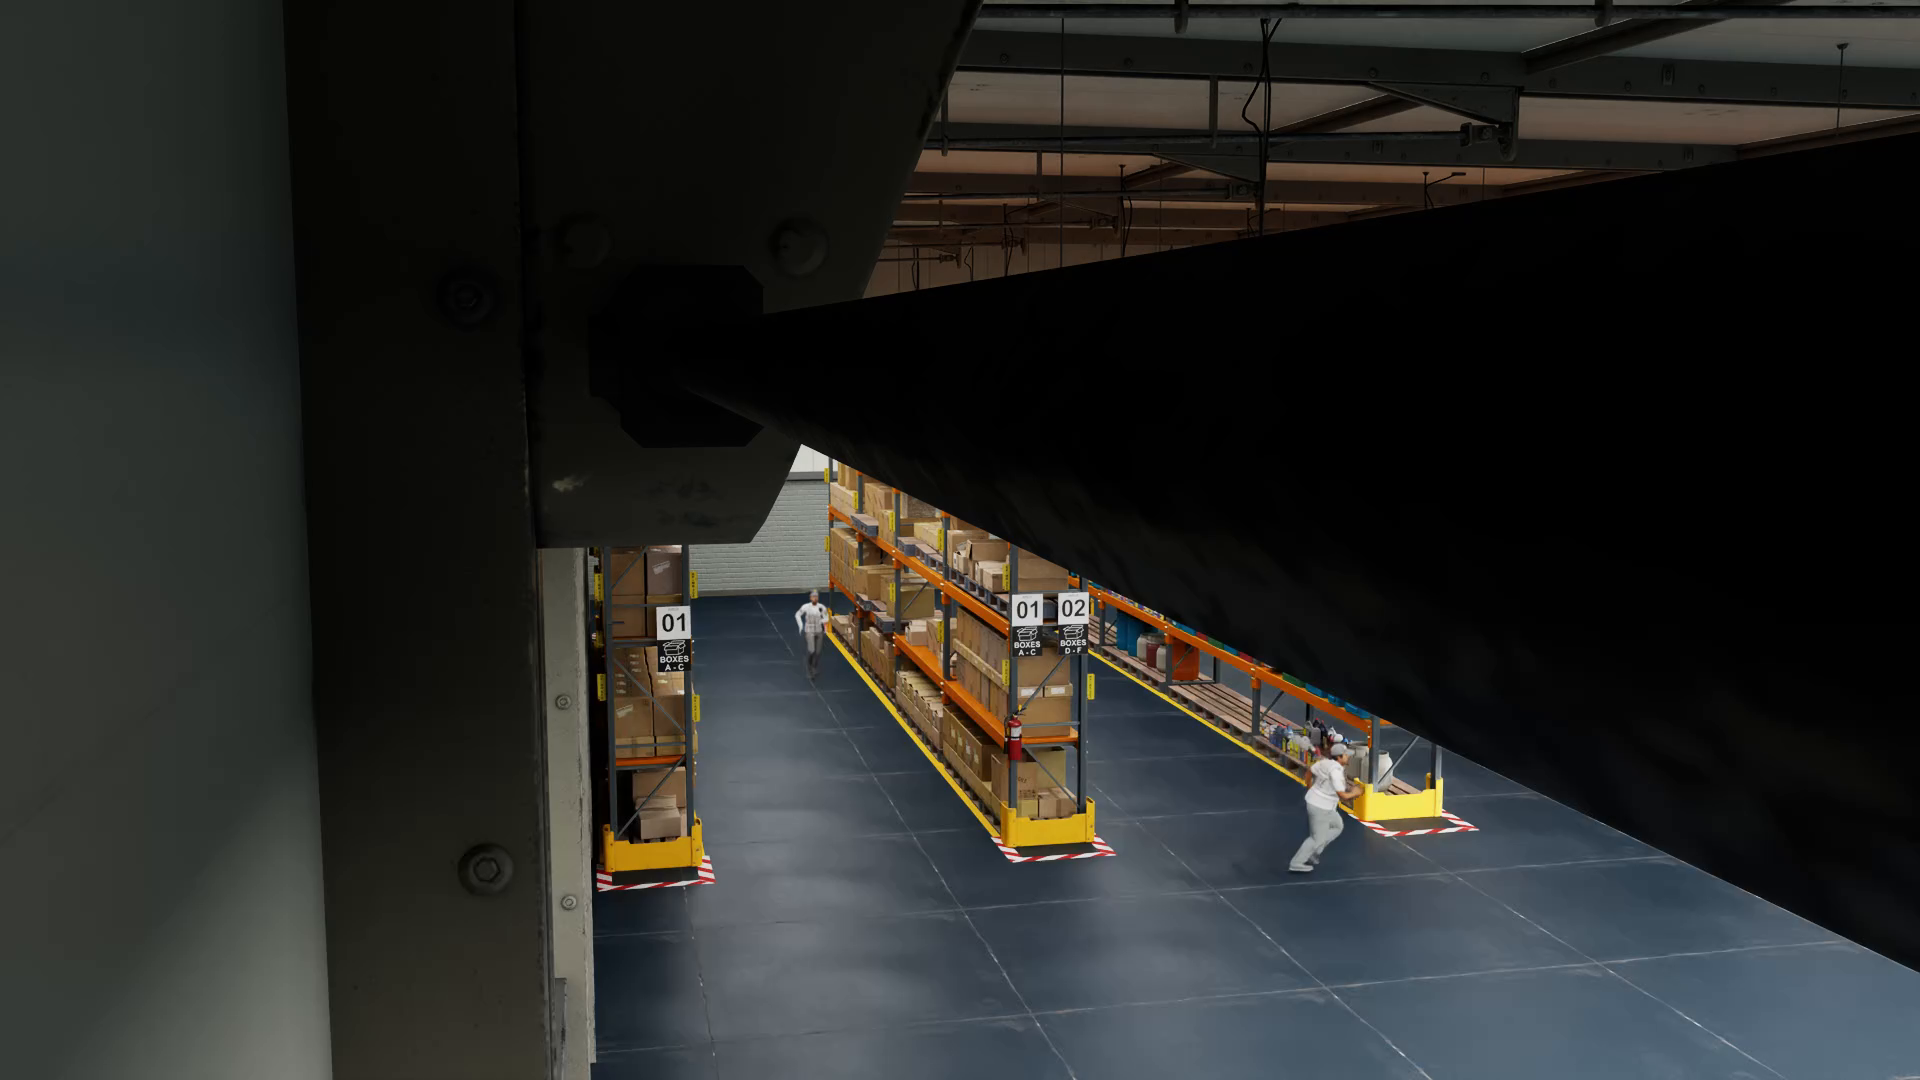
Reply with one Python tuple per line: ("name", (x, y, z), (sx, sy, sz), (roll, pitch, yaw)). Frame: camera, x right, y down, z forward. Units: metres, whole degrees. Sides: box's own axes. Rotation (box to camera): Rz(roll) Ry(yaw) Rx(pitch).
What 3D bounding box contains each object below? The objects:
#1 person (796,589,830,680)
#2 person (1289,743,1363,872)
("person", (-2.755, 1.774, 31.374), (0.581, 1.717, 0.685), (-2, 7, -18))
("person", (4.383, 3.192, 19.912), (0.870, 1.562, 0.599), (0, 7, 1))
